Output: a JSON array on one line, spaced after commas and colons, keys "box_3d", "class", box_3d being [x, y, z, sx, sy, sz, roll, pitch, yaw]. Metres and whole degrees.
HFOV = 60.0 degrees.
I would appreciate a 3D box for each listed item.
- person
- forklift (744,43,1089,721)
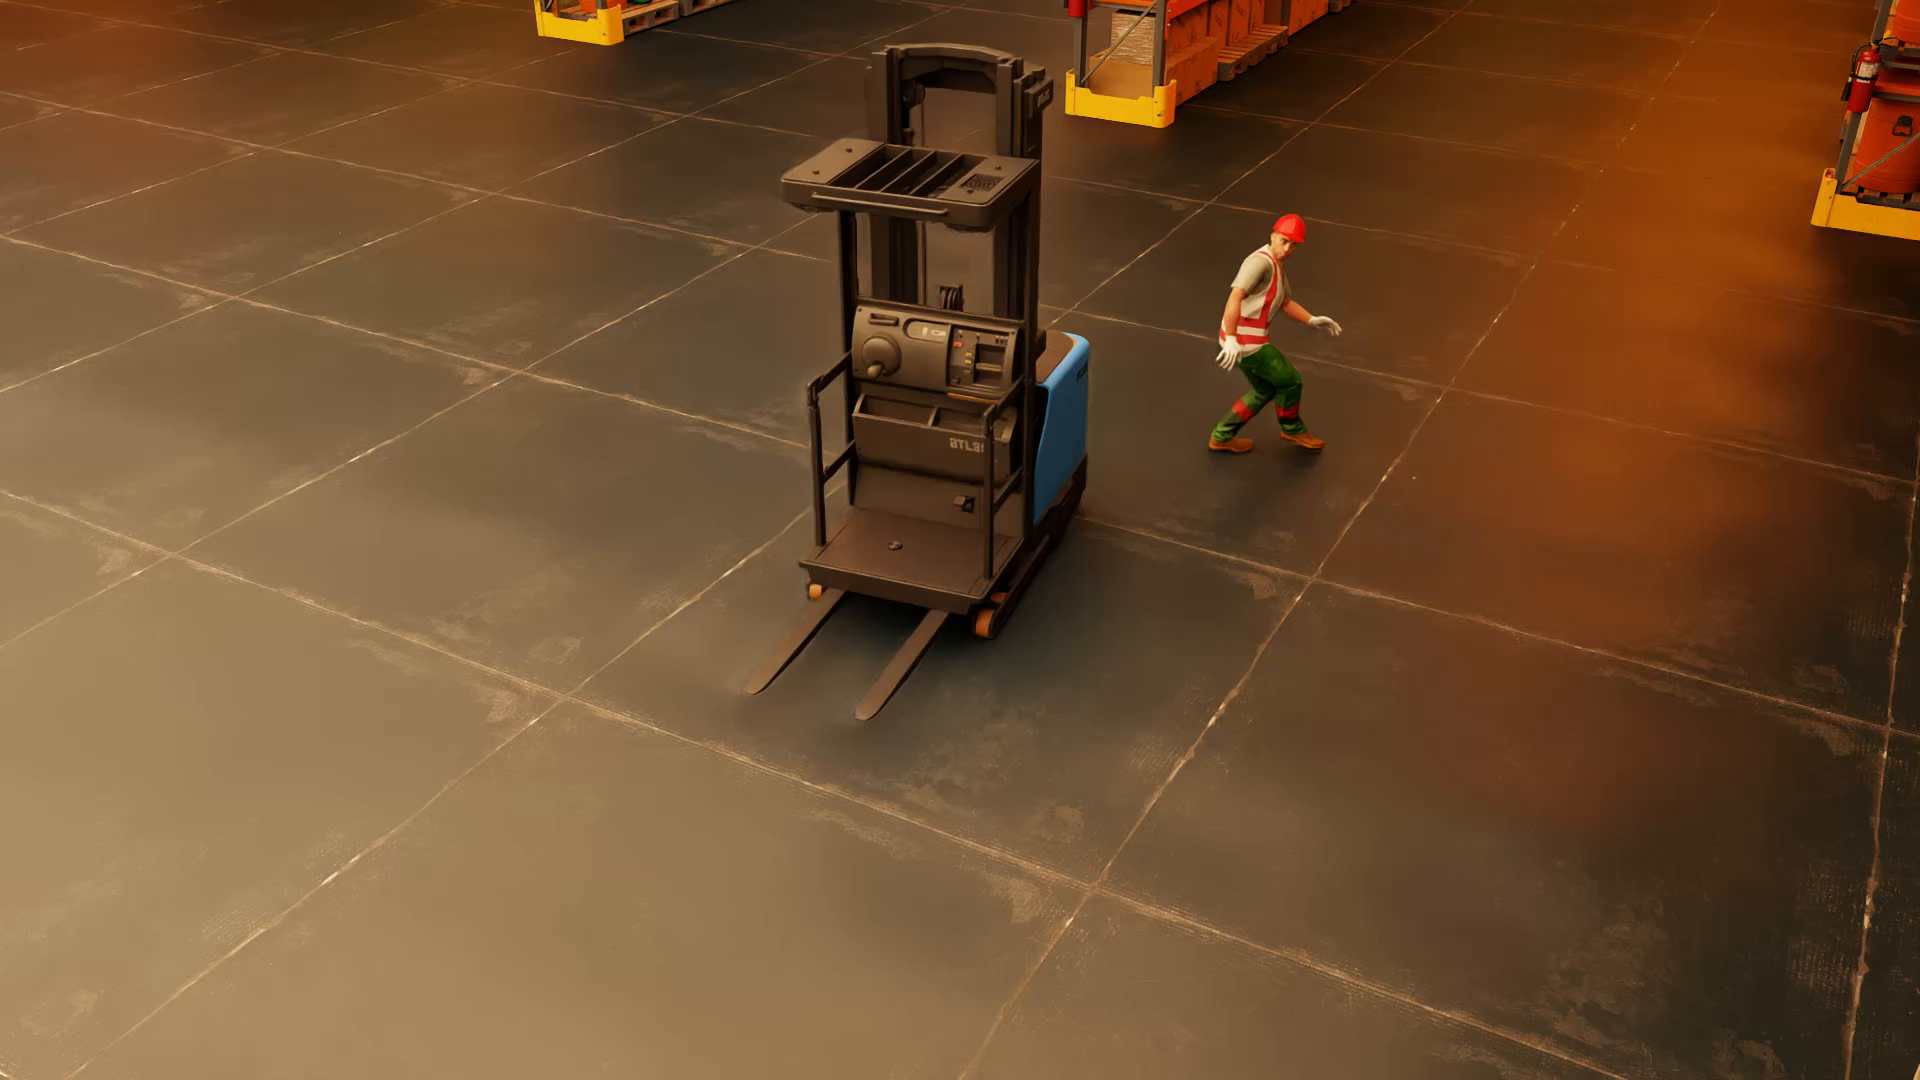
[{"box_3d": [2.017, -1.242, 10.553, 0.814, 1.610, 0.785, 3, 30, 4], "class": "person"}, {"box_3d": [-0.215, -0.968, 8.747, 1.130, 2.935, 3.031, 11, 32, 18], "class": "forklift"}]
